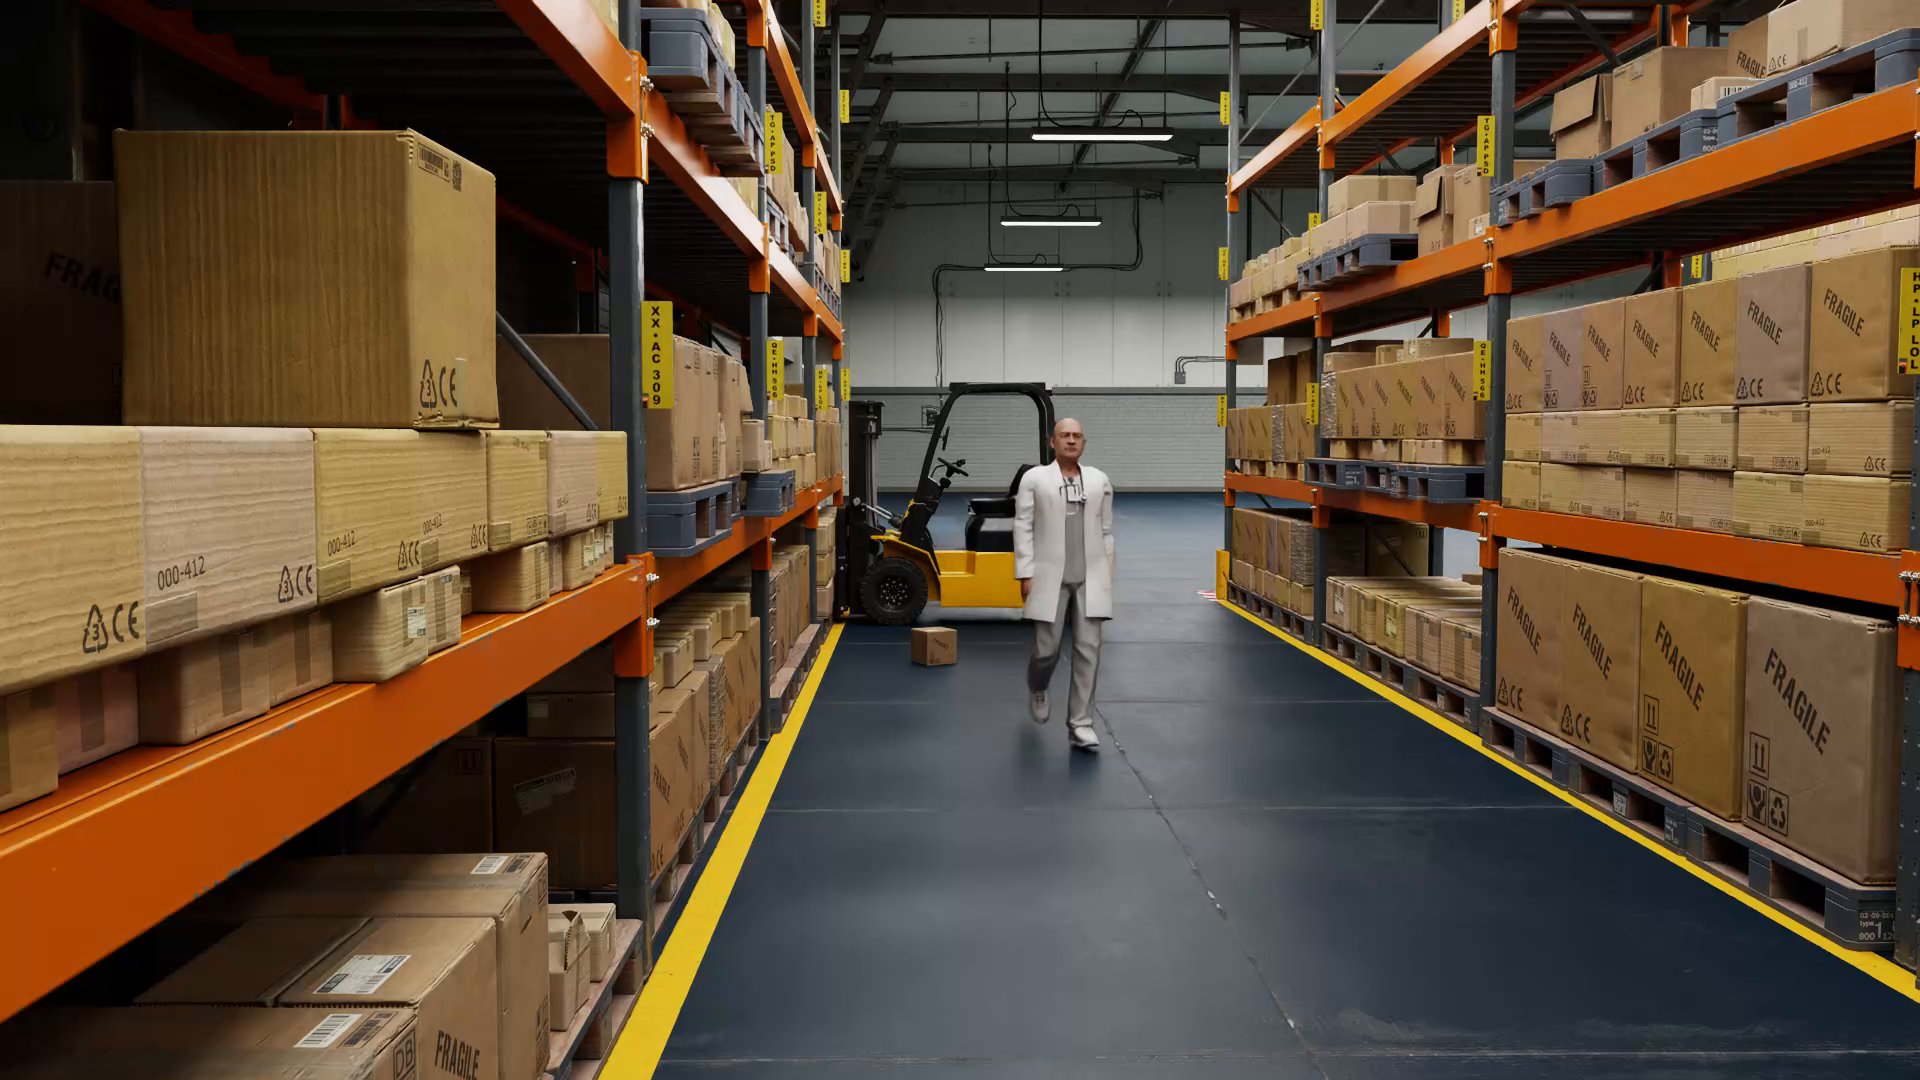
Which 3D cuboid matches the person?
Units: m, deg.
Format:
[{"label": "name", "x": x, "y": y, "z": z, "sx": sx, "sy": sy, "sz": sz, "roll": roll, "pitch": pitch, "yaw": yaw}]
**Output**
[{"label": "person", "x": 0.572, "y": 0.214, "z": 9.111, "sx": 0.577, "sy": 1.756, "sz": 0.778, "roll": -1, "pitch": 4, "yaw": -9}]
